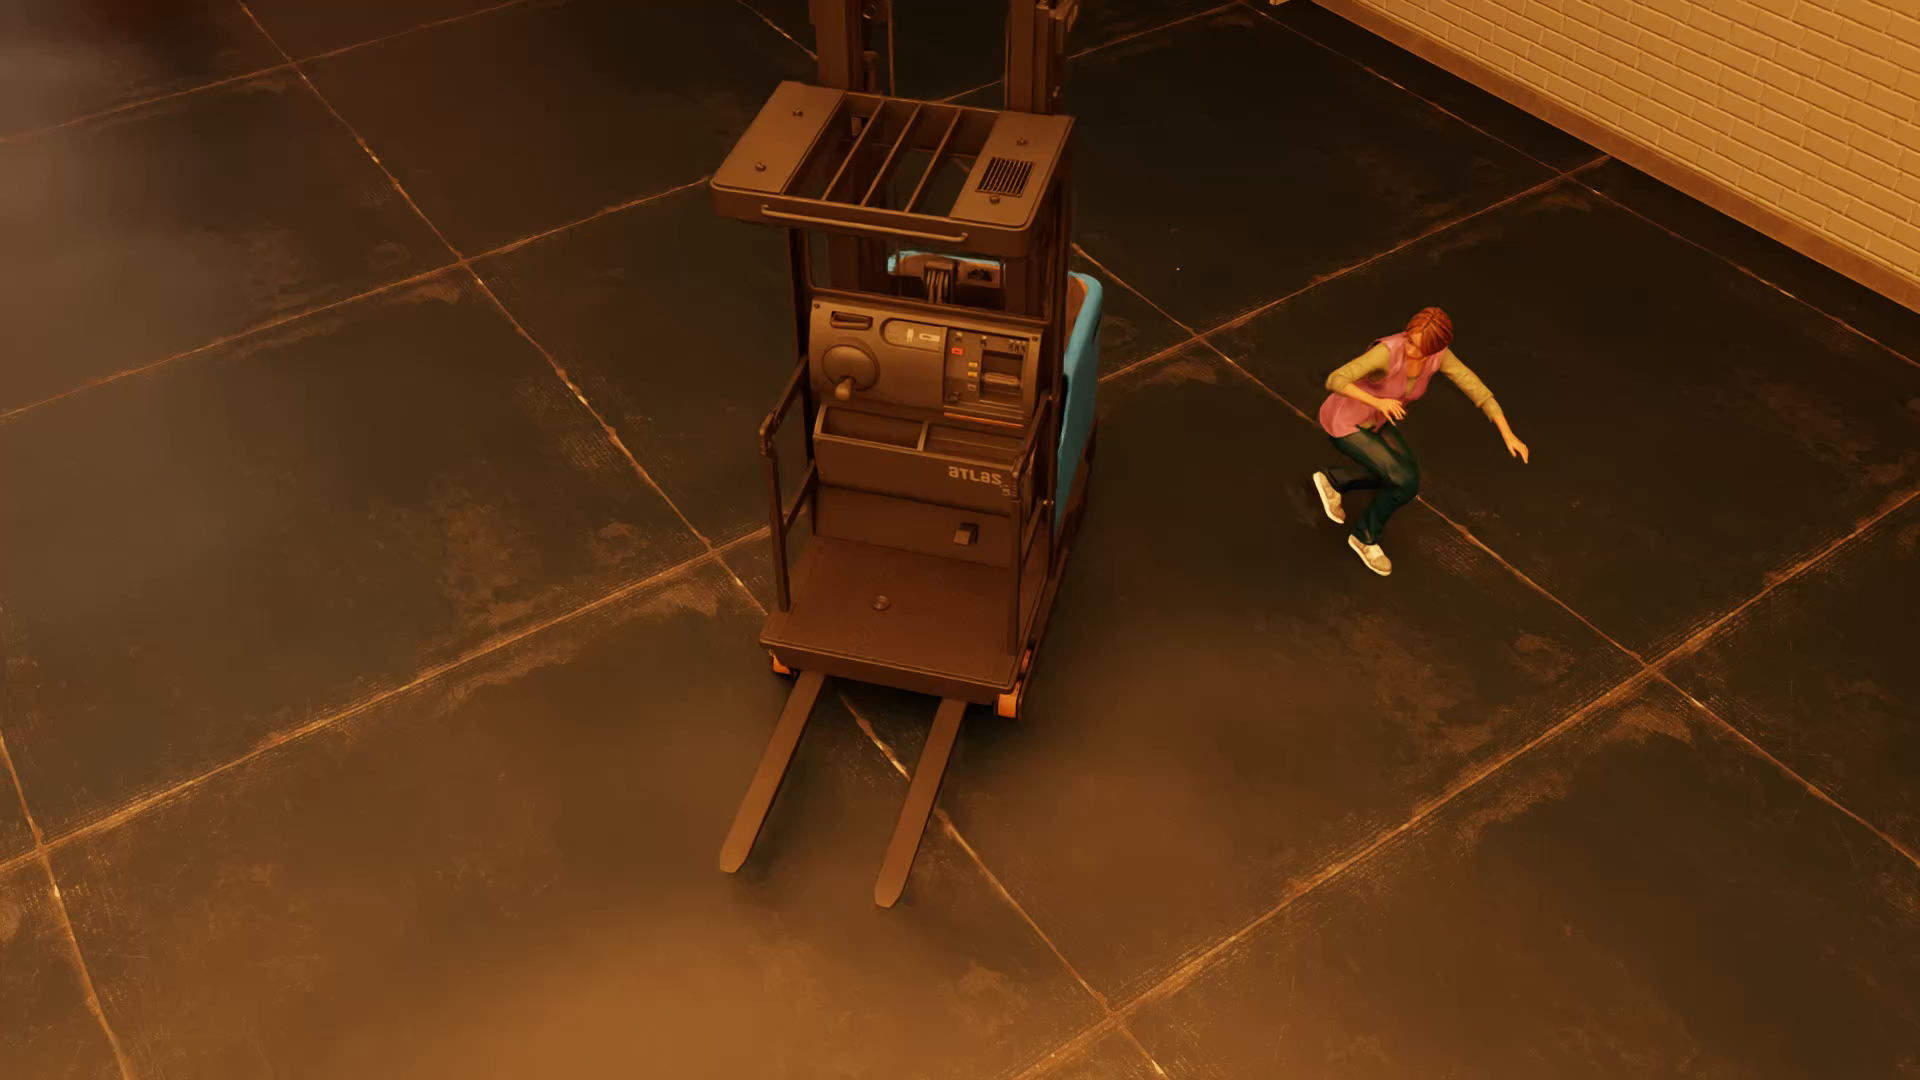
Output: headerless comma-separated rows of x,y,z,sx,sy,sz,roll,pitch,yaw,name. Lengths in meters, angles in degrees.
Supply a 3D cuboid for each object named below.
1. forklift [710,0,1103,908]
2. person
-0.195,-0.616,6.384,1.130,2.935,3.031,10,44,11,forklift
1.980,-0.404,7.354,0.652,1.320,0.922,-34,52,-31,person
